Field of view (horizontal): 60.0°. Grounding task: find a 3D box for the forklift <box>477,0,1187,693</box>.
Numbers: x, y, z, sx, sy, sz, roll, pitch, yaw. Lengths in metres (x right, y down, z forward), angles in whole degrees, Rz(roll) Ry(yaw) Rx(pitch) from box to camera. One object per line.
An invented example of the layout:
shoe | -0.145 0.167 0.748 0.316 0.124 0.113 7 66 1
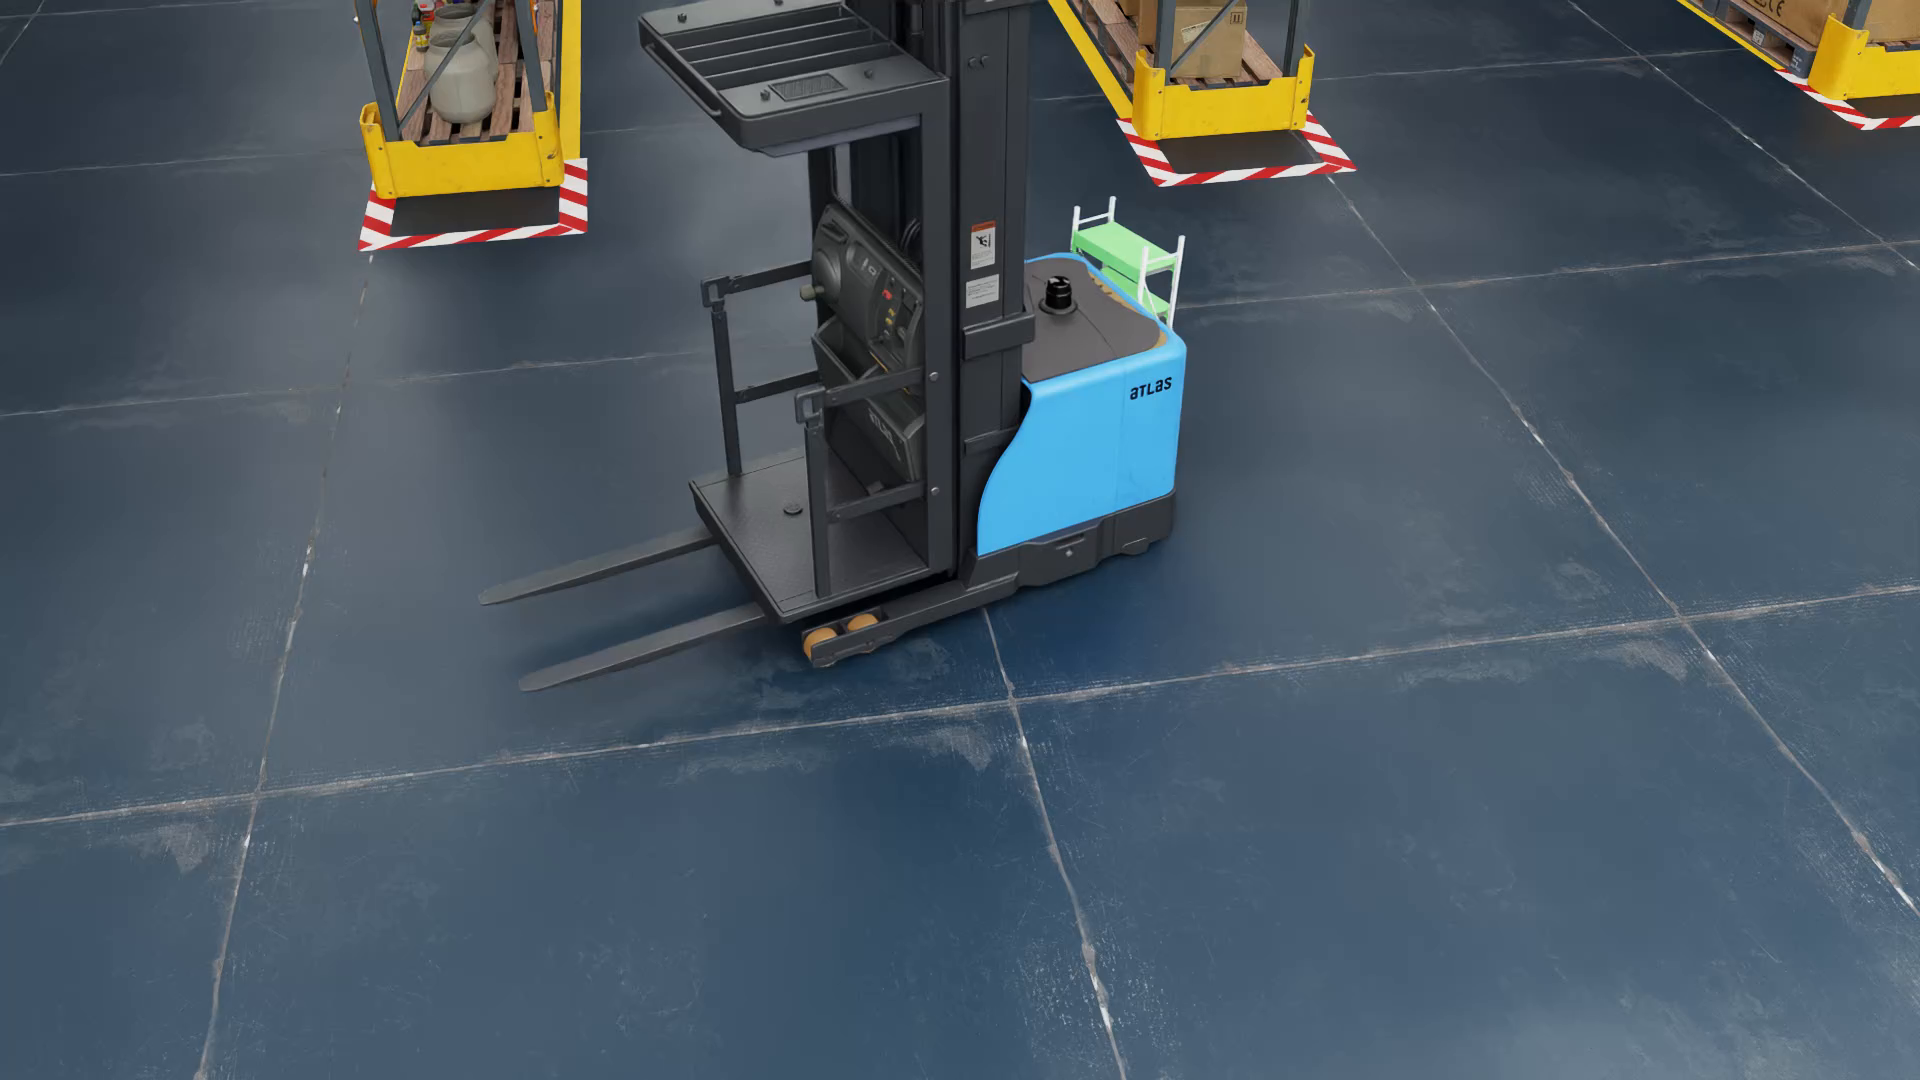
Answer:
forklift | -0.560 -0.990 6.635 3.031 2.935 1.130 -18 41 -22

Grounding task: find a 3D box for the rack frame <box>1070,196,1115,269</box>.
rack frame | 0.604 -1.104 8.180 0.240 1.200 0.015 -21 42 -30

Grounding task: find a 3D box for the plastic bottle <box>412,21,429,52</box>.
plastic bottle | -3.843 -3.592 11.851 0.097 0.201 0.097 0 38 0

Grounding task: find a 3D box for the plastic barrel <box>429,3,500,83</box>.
plastic barrel | -3.368 -3.337 11.286 0.421 0.512 0.421 0 38 0

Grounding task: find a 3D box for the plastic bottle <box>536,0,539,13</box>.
plastic bottle | -3.213 -4.076 12.417 0.097 0.271 0.097 0 38 0

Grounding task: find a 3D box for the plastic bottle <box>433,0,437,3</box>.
plastic bottle | -3.884 -3.861 12.136 0.152 0.276 0.135 -7 38 -9

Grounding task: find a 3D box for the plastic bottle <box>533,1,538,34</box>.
plastic bottle | -3.122 -3.830 12.090 0.061 0.283 0.133 -6 38 -7

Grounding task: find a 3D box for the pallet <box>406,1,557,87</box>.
pallet | -3.496 -3.628 12.248 1.003 0.211 1.213 -6 38 -8

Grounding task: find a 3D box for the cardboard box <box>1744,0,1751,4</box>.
cardboard box | 6.348 -4.727 12.779 0.875 0.875 0.875 -7 38 -9

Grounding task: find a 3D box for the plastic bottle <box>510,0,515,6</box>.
plastic bottle | -3.384 -4.199 12.566 0.061 0.283 0.133 -6 38 -8

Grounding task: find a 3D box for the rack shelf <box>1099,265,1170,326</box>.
rack shelf | 0.757 -1.126 7.922 0.258 0.148 0.480 -21 42 -30

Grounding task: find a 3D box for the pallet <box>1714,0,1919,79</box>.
pallet | 6.471 -3.840 12.521 1.003 0.211 1.213 -6 38 -8

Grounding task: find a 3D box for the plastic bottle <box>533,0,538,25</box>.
plastic bottle | -3.160 -3.894 12.182 0.097 0.271 0.097 0 38 0

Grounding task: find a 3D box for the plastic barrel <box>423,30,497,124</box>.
plastic barrel | -3.280 -3.034 10.896 0.421 0.512 0.421 0 38 0

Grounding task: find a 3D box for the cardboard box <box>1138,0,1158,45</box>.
cardboard box | 1.556 -3.909 12.032 0.500 0.500 0.500 3 38 4

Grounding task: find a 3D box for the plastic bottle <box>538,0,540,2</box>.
plastic bottle | -3.279 -4.208 12.583 0.152 0.276 0.135 -6 38 -7

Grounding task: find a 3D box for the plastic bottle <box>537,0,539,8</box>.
plastic bottle | -3.231 -4.110 12.518 0.097 0.201 0.097 0 38 0

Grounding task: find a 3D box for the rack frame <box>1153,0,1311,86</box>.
rack frame | 1.787 -3.994 10.446 1.000 3.000 0.127 -6 38 -8

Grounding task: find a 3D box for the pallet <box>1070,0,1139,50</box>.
pallet | 1.456 -4.169 12.944 1.003 0.211 1.213 -6 38 -8

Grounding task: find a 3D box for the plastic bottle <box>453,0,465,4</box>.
plastic bottle | -3.808 -4.104 12.449 0.152 0.276 0.135 -6 38 -8

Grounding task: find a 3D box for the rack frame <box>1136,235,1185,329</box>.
rack frame | 0.891 -0.862 7.868 0.240 1.200 0.015 -21 42 -30

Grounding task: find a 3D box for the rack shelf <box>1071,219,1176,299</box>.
rack shelf | 0.770 -1.321 7.782 0.258 0.148 0.480 -21 42 -30

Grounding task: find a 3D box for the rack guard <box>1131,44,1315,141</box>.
rack guard | 1.774 -3.053 11.272 1.175 0.500 0.348 -6 38 -8

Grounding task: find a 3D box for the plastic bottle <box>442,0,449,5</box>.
plastic bottle | -3.765 -3.856 12.191 0.097 0.201 0.097 0 38 0

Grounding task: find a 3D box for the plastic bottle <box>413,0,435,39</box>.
plastic bottle | -3.860 -3.777 12.028 0.152 0.276 0.135 -6 38 -8

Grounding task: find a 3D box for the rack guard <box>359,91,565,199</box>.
rack guard | -3.149 -2.515 10.580 1.175 0.500 0.348 -6 38 -8

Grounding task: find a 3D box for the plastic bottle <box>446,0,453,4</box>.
plastic bottle | -3.806 -3.970 12.338 0.097 0.201 0.097 0 38 0

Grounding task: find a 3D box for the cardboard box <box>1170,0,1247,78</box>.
cardboard box | 1.694 -3.552 11.572 0.500 0.500 0.500 0 38 1

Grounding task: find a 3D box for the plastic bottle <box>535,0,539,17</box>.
plastic bottle | -3.195 -3.986 12.358 0.097 0.201 0.097 0 38 0

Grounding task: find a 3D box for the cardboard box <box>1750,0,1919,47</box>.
cardboard box | 6.504 -4.196 12.096 0.875 0.875 0.875 -6 38 -8

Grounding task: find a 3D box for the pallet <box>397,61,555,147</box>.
pallet | -3.286 -2.893 11.301 1.003 0.211 1.213 -6 38 -8

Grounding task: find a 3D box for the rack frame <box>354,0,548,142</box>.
rack frame | -3.089 -3.462 9.761 1.000 3.000 0.127 -6 38 -8

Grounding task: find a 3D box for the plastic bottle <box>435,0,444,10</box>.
plastic bottle | -3.755 -3.792 12.041 0.061 0.283 0.133 -6 38 -8

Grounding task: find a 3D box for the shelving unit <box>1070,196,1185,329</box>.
shelving unit | 0.748 -0.983 8.024 0.258 1.200 0.503 -21 42 -30

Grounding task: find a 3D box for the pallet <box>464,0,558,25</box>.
pallet | -3.714 -4.366 13.198 1.003 0.211 1.213 -6 38 -8

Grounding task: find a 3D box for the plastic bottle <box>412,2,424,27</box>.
plastic bottle | -3.881 -3.693 11.915 0.061 0.283 0.133 -5 38 -7

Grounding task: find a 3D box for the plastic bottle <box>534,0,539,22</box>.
plastic bottle | -3.178 -3.954 12.260 0.097 0.271 0.097 0 38 0

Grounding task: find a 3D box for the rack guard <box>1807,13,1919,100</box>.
rack guard | 6.692 -3.465 11.803 1.175 0.500 0.348 -6 38 -8

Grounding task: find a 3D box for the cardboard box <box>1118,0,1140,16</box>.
cardboard box | 1.465 -4.290 12.522 0.500 0.500 0.500 -3 38 -4

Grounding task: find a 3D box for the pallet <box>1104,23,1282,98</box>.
pallet | 1.666 -3.434 11.998 1.003 0.211 1.213 -6 38 -8

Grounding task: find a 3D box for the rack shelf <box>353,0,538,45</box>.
rack shelf | -3.440 -4.386 11.536 1.077 0.370 4.000 -6 38 -8

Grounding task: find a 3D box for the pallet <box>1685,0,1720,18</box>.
pallet | 6.260 -4.575 13.467 1.003 0.211 1.213 -6 38 -8

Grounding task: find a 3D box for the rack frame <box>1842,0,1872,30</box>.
rack frame | 6.688 -4.467 11.055 1.000 3.000 0.127 -6 38 -8
